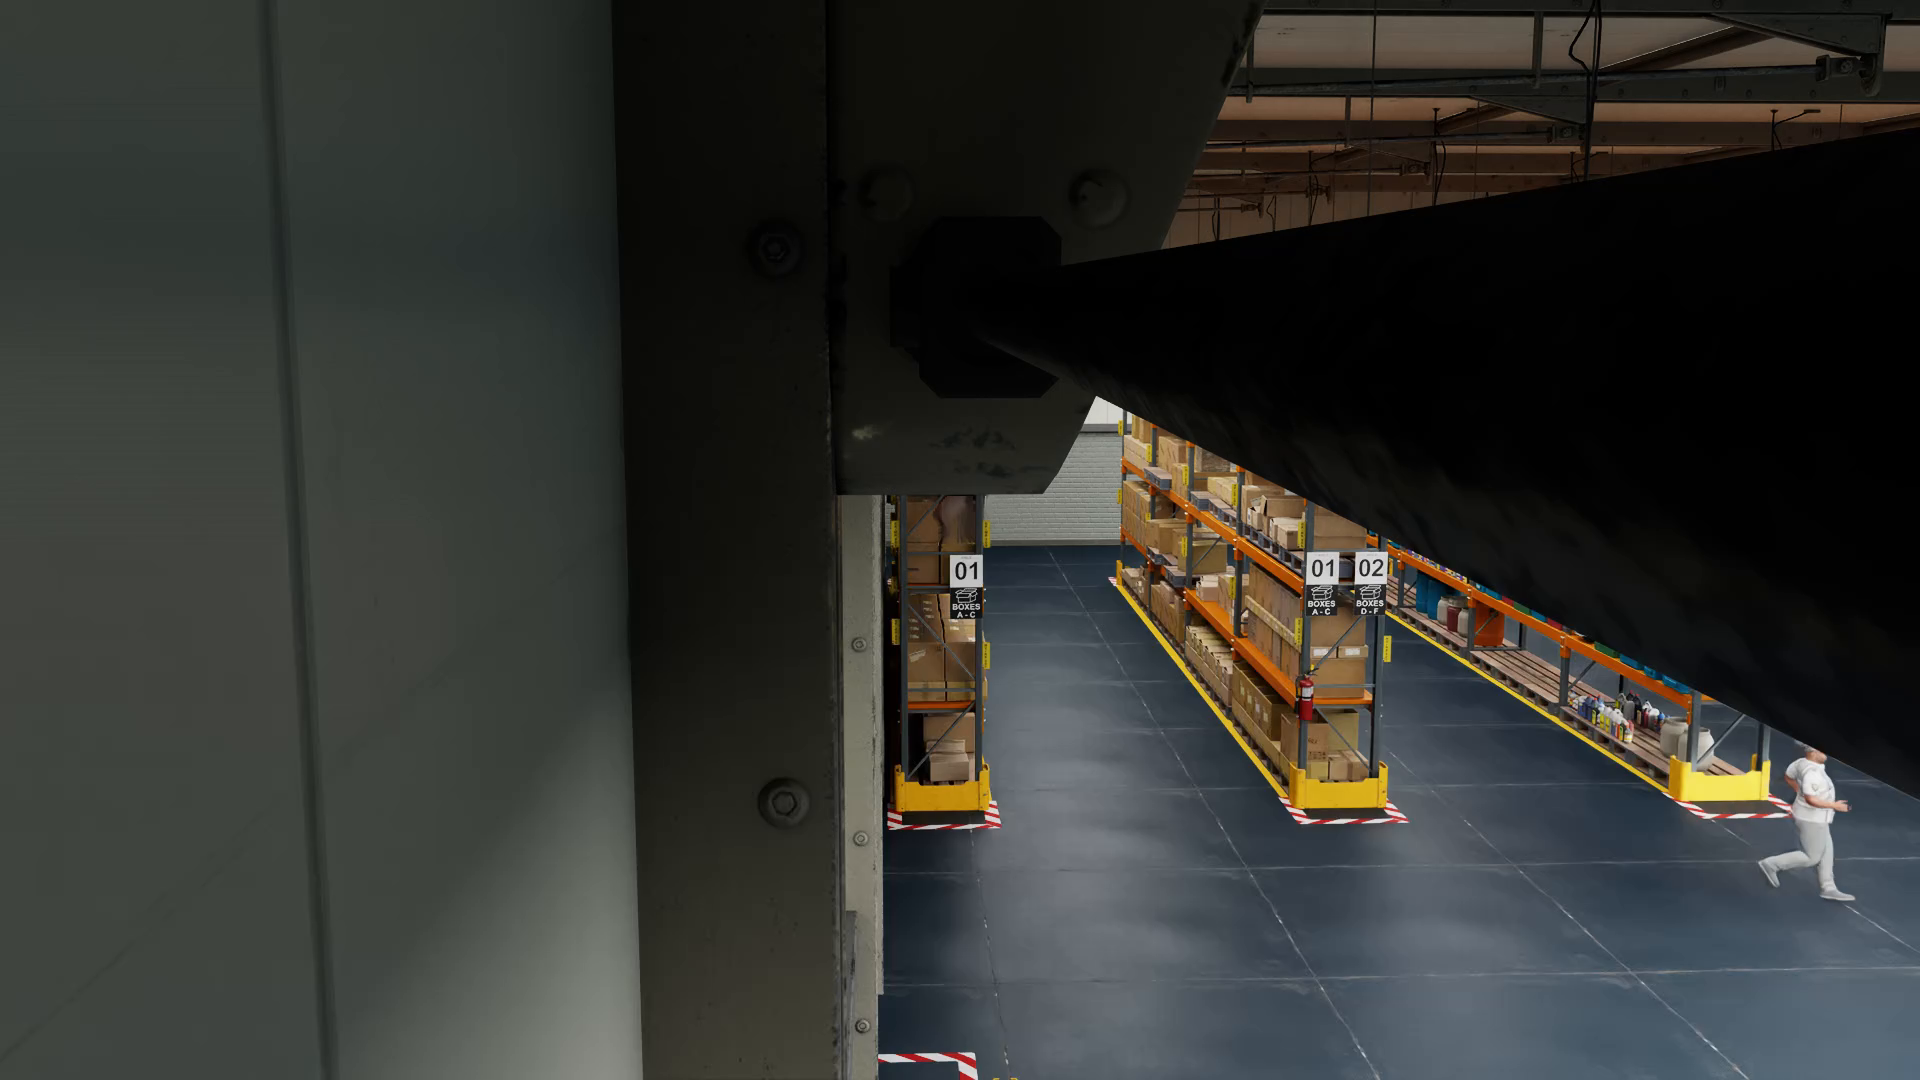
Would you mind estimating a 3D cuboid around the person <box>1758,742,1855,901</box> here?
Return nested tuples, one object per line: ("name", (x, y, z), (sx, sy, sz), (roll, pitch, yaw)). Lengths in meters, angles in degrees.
("person", (8.903, 2.898, 17.405), (0.945, 1.754, 0.665), (3, 9, 20))
